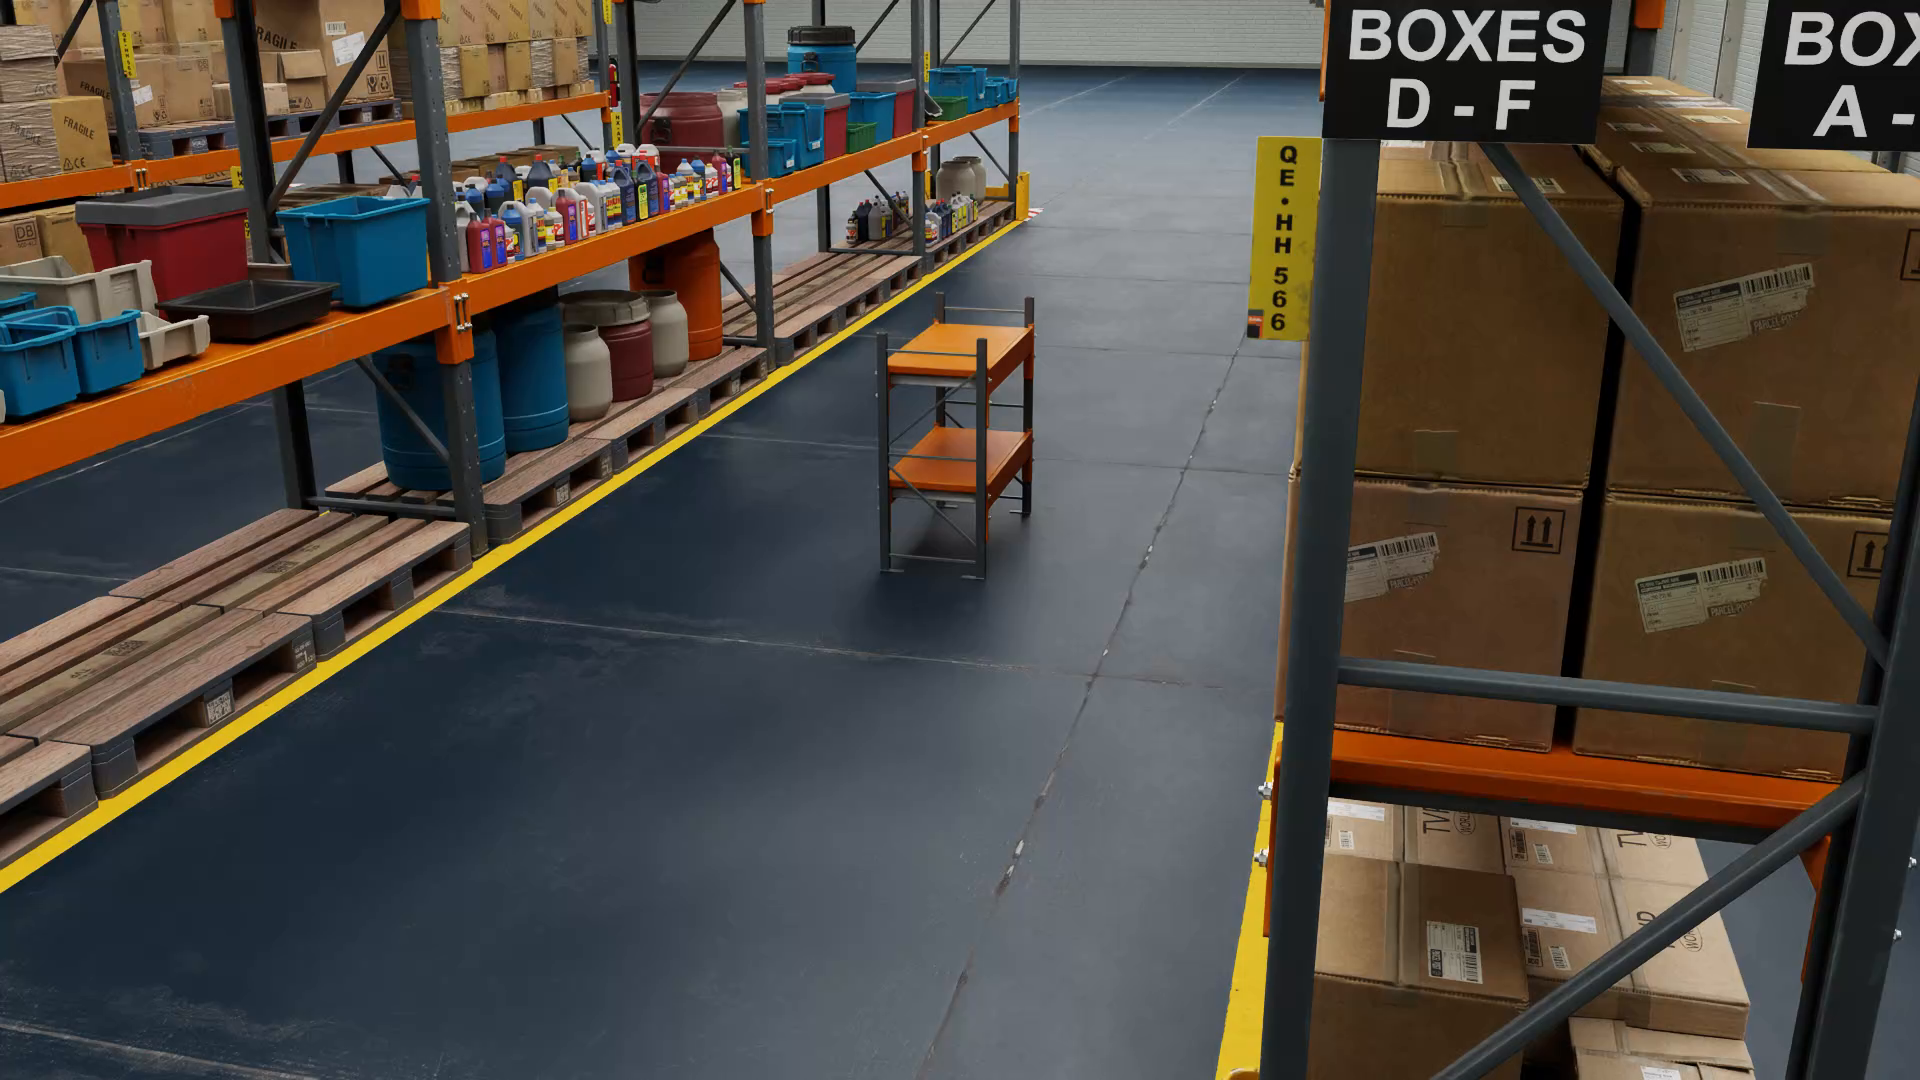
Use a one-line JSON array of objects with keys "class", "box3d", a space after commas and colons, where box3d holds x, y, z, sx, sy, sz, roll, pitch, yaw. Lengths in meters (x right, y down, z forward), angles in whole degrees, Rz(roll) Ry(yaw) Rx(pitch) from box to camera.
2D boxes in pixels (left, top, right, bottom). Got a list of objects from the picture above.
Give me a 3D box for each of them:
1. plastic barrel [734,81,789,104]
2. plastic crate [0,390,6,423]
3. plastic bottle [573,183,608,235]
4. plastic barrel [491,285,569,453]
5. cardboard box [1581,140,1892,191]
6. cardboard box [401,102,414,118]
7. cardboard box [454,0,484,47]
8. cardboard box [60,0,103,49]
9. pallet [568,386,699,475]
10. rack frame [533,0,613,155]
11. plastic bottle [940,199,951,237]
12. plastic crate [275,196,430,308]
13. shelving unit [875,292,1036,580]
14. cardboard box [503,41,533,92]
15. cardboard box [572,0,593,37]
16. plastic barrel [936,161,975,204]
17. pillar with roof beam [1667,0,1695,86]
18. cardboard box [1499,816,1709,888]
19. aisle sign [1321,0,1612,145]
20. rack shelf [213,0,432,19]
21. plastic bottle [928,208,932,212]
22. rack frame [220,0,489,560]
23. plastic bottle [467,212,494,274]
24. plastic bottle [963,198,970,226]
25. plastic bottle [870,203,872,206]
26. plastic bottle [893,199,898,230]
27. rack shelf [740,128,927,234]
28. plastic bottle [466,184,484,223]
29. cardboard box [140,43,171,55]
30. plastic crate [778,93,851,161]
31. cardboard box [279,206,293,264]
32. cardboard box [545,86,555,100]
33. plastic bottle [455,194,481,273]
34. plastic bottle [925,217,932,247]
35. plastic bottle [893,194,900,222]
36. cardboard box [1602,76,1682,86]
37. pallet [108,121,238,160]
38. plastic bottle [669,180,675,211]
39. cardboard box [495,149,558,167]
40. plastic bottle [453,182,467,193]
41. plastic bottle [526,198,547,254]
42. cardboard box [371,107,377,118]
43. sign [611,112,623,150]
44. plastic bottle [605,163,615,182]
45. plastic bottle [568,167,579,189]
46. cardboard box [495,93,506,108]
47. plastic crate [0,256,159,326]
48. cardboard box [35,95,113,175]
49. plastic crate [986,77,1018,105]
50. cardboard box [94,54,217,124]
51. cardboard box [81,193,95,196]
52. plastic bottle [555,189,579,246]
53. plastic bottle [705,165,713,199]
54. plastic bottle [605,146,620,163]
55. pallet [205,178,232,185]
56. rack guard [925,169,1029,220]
[{"class": "plastic barrel", "box3d": [-1.547, -3.306, 13.014, 0.433, 0.535, 0.433, 0, 19, 0]}, {"class": "plastic crate", "box3d": [-3.043, -0.390, 5.003, 0.250, 0.136, 0.298, 5, 19, 13]}, {"class": "plastic bottle", "box3d": [-2.004, -1.801, 9.012, 0.152, 0.276, 0.135, 5, 19, 13]}, {"class": "plastic barrel", "box3d": [-2.447, -0.979, 9.009, 0.600, 0.901, 0.708, 5, 19, 13]}, {"class": "cardboard box", "box3d": [1.540, -0.539, 3.423, 0.500, 0.500, 0.500, 5, 19, 14]}, {"class": "cardboard box", "box3d": [-5.274, -4.205, 16.247, 0.380, 0.149, 0.250, 5, 19, 13]}, {"class": "cardboard box", "box3d": [-5.141, -5.220, 16.666, 0.500, 0.500, 0.500, 5, 19, 13]}, {"class": "cardboard box", "box3d": [-9.993, -5.739, 18.446, 0.875, 0.550, 0.550, 5, 19, 13]}, {"class": "pallet", "box3d": [-2.245, -0.684, 9.865, 1.003, 0.211, 1.213, 5, 19, 13]}, {"class": "rack frame", "box3d": [-4.641, -5.534, 19.750, 1.000, 3.000, 0.127, 5, 19, 13]}, {"class": "plastic bottle", "box3d": [-0.169, -3.123, 16.109, 0.144, 0.351, 0.185, 4, 19, 11]}, {"class": "plastic crate", "box3d": [-2.553, -1.229, 7.078, 0.392, 0.384, 0.575, 5, 19, 13]}, {"class": "shelving unit", "box3d": [-0.002, -0.530, 8.000, 0.538, 1.125, 1.048, 5, 19, 13]}, {"class": "cardboard box", "box3d": [-5.105, -5.077, 17.795, 0.875, 0.500, 0.500, 5, 19, 13]}, {"class": "cardboard box", "box3d": [-4.535, -6.004, 18.962, 0.500, 0.500, 0.500, 5, 19, 13]}, {"class": "plastic barrel", "box3d": [-0.047, -3.795, 17.857, 0.421, 0.512, 0.421, 0, 19, 0]}, {"class": "pillar with roof beam", "box3d": [12.126, -14.774, 37.520, 9.100, 9.000, 0.400, 5, 19, 13]}, {"class": "cardboard box", "box3d": [1.707, 0.896, 4.498, 0.500, 0.250, 0.500, 5, 19, 13]}, {"class": "aisle sign", "box3d": [0.741, -0.969, 2.361, 0.394, 0.787, 0.004, 5, 19, 13]}, {"class": "rack shelf", "box3d": [-3.258, -1.834, 5.389, 1.077, 0.370, 4.000, 5, 19, 13]}, {"class": "plastic bottle", "box3d": [-0.297, -3.082, 16.109, 0.097, 0.271, 0.097, 0, 19, 0]}, {"class": "rack frame", "box3d": [-2.770, -1.382, 7.593, 1.000, 3.000, 0.127, 5, 19, 13]}, {"class": "plastic bottle", "box3d": [-2.267, -1.408, 7.849, 0.061, 0.283, 0.133, 5, 19, 13]}, {"class": "plastic bottle", "box3d": [0.016, -3.332, 16.835, 0.152, 0.276, 0.135, 4, 19, 12]}, {"class": "plastic bottle", "box3d": [-0.891, -3.151, 16.295, 0.061, 0.283, 0.133, 6, 20, 17]}, {"class": "plastic bottle", "box3d": [-0.665, -3.240, 16.556, 0.061, 0.283, 0.133, 5, 19, 13]}, {"class": "rack shelf", "box3d": [-1.304, -2.922, 13.215, 1.077, 0.370, 4.000, 5, 19, 13]}, {"class": "plastic bottle", "box3d": [-2.616, -1.781, 8.960, 0.097, 0.271, 0.097, 0, 19, 0]}, {"class": "cardboard box", "box3d": [-9.844, -5.569, 19.619, 0.875, 0.550, 0.550, 5, 19, 13]}, {"class": "plastic crate", "box3d": [-1.101, -3.148, 12.665, 0.402, 0.464, 0.583, 5, 19, 13]}, {"class": "cardboard box", "box3d": [-6.196, -2.617, 14.395, 0.700, 0.500, 0.500, 6, 20, 18]}, {"class": "cardboard box", "box3d": [-4.760, -4.997, 18.565, 0.380, 0.149, 0.250, 5, 19, 13]}, {"class": "plastic bottle", "box3d": [-2.360, -1.456, 7.886, 0.144, 0.351, 0.185, 5, 19, 13]}, {"class": "plastic bottle", "box3d": [-0.312, -2.872, 15.495, 0.097, 0.271, 0.097, 0, 19, 0]}, {"class": "plastic bottle", "box3d": [-0.667, -3.409, 17.068, 0.097, 0.271, 0.097, 0, 19, 0]}, {"class": "cardboard box", "box3d": [2.160, -1.331, 5.742, 0.500, 0.500, 0.500, 5, 19, 14]}, {"class": "pallet", "box3d": [-6.525, -3.168, 13.118, 1.213, 0.211, 1.003, 5, 19, 13]}, {"class": "plastic bottle", "box3d": [-1.746, -2.060, 9.887, 0.097, 0.201, 0.097, 0, 19, 0]}, {"class": "cardboard box", "box3d": [-4.922, -4.166, 18.960, 0.500, 0.500, 0.500, 10, 21, 28]}, {"class": "plastic bottle", "box3d": [-2.742, -1.787, 8.971, 0.152, 0.276, 0.135, 5, 19, 13]}, {"class": "plastic bottle", "box3d": [-2.143, -1.585, 8.386, 0.097, 0.271, 0.097, 0, 19, 0]}, {"class": "cardboard box", "box3d": [-5.851, -4.252, 16.385, 0.380, 0.149, 0.250, 5, 19, 13]}, {"class": "sign", "box3d": [-2.328, -2.754, 11.358, 0.100, 0.325, 0.005, 5, 19, 13]}, {"class": "plastic bottle", "box3d": [-2.199, -2.282, 10.537, 0.097, 0.201, 0.097, 0, 19, 0]}, {"class": "plastic bottle", "box3d": [-2.412, -2.210, 10.326, 0.097, 0.201, 0.097, 0, 19, 0]}, {"class": "cardboard box", "box3d": [-4.992, -4.599, 17.400, 0.380, 0.149, 0.250, 5, 19, 13]}, {"class": "plastic crate", "box3d": [-3.322, -0.890, 6.243, 0.437, 0.282, 0.530, 5, 19, 13]}, {"class": "cardboard box", "box3d": [-6.476, -2.900, 11.882, 0.500, 0.500, 0.500, 5, 20, 15]}, {"class": "plastic crate", "box3d": [0.330, -4.892, 18.100, 0.499, 0.251, 0.616, 5, 19, 13]}, {"class": "cardboard box", "box3d": [-6.463, -3.628, 13.365, 0.700, 0.500, 0.500, 8, 20, 21]}, {"class": "cardboard box", "box3d": [-10.181, -4.089, 18.155, 0.875, 0.875, 0.875, 5, 19, 14]}, {"class": "plastic bottle", "box3d": [-2.050, -1.686, 8.664, 0.061, 0.283, 0.133, 5, 19, 13]}, {"class": "plastic bottle", "box3d": [-1.604, -2.244, 10.423, 0.097, 0.201, 0.097, 0, 19, 0]}, {"class": "plastic bottle", "box3d": [-2.267, -2.430, 10.862, 0.097, 0.271, 0.097, 0, 19, 0]}, {"class": "pallet", "box3d": [-9.545, -4.381, 20.688, 1.003, 0.211, 1.213, 5, 19, 13]}, {"class": "rack guard", "box3d": [0.189, -3.933, 18.928, 1.175, 0.500, 0.348, 5, 19, 13]}]
